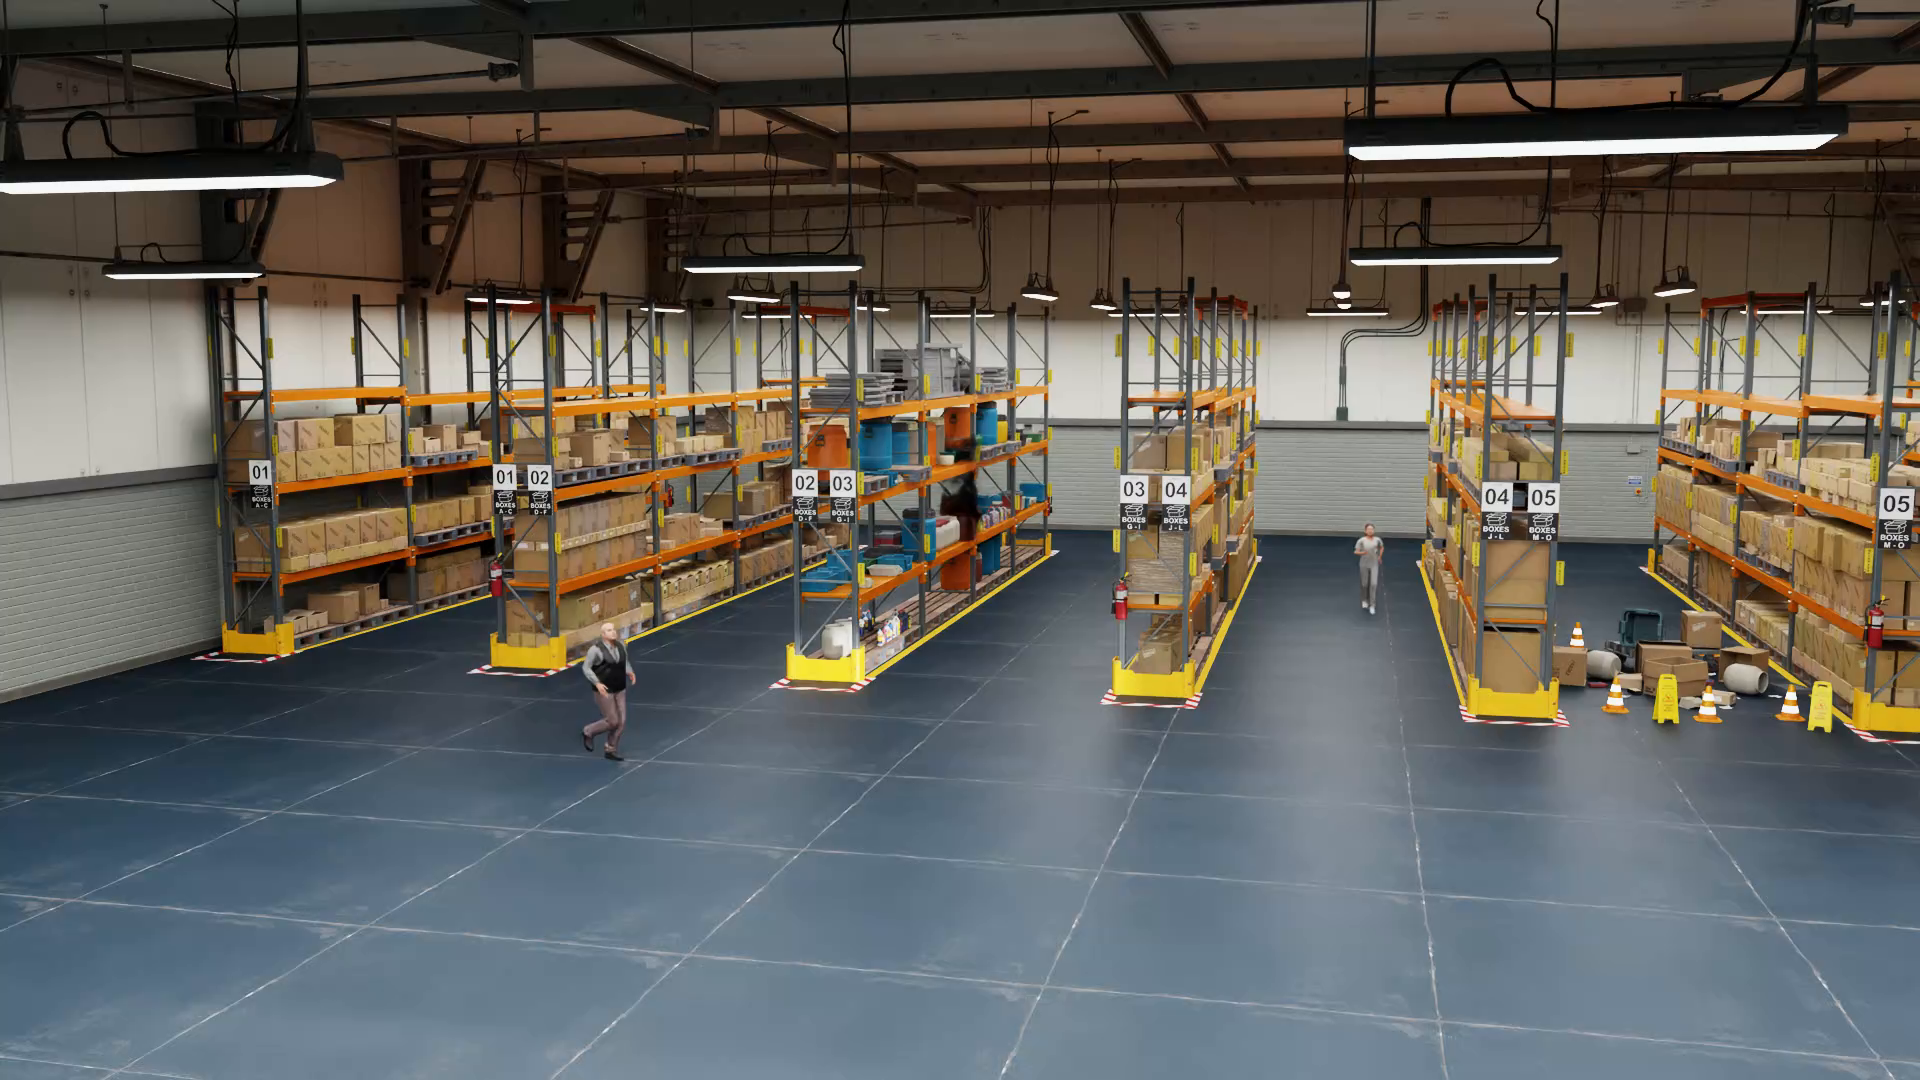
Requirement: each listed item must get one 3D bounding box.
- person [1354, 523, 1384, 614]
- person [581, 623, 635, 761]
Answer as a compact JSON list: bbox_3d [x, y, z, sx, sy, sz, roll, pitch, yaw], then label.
[{"bbox_3d":[7.758,0.515,31.531,0.564,1.662,0.940,1,7,8],"label":"person"},{"bbox_3d":[-4.285,1.846,20.337,0.631,1.692,0.658,5,8,38],"label":"person"}]
